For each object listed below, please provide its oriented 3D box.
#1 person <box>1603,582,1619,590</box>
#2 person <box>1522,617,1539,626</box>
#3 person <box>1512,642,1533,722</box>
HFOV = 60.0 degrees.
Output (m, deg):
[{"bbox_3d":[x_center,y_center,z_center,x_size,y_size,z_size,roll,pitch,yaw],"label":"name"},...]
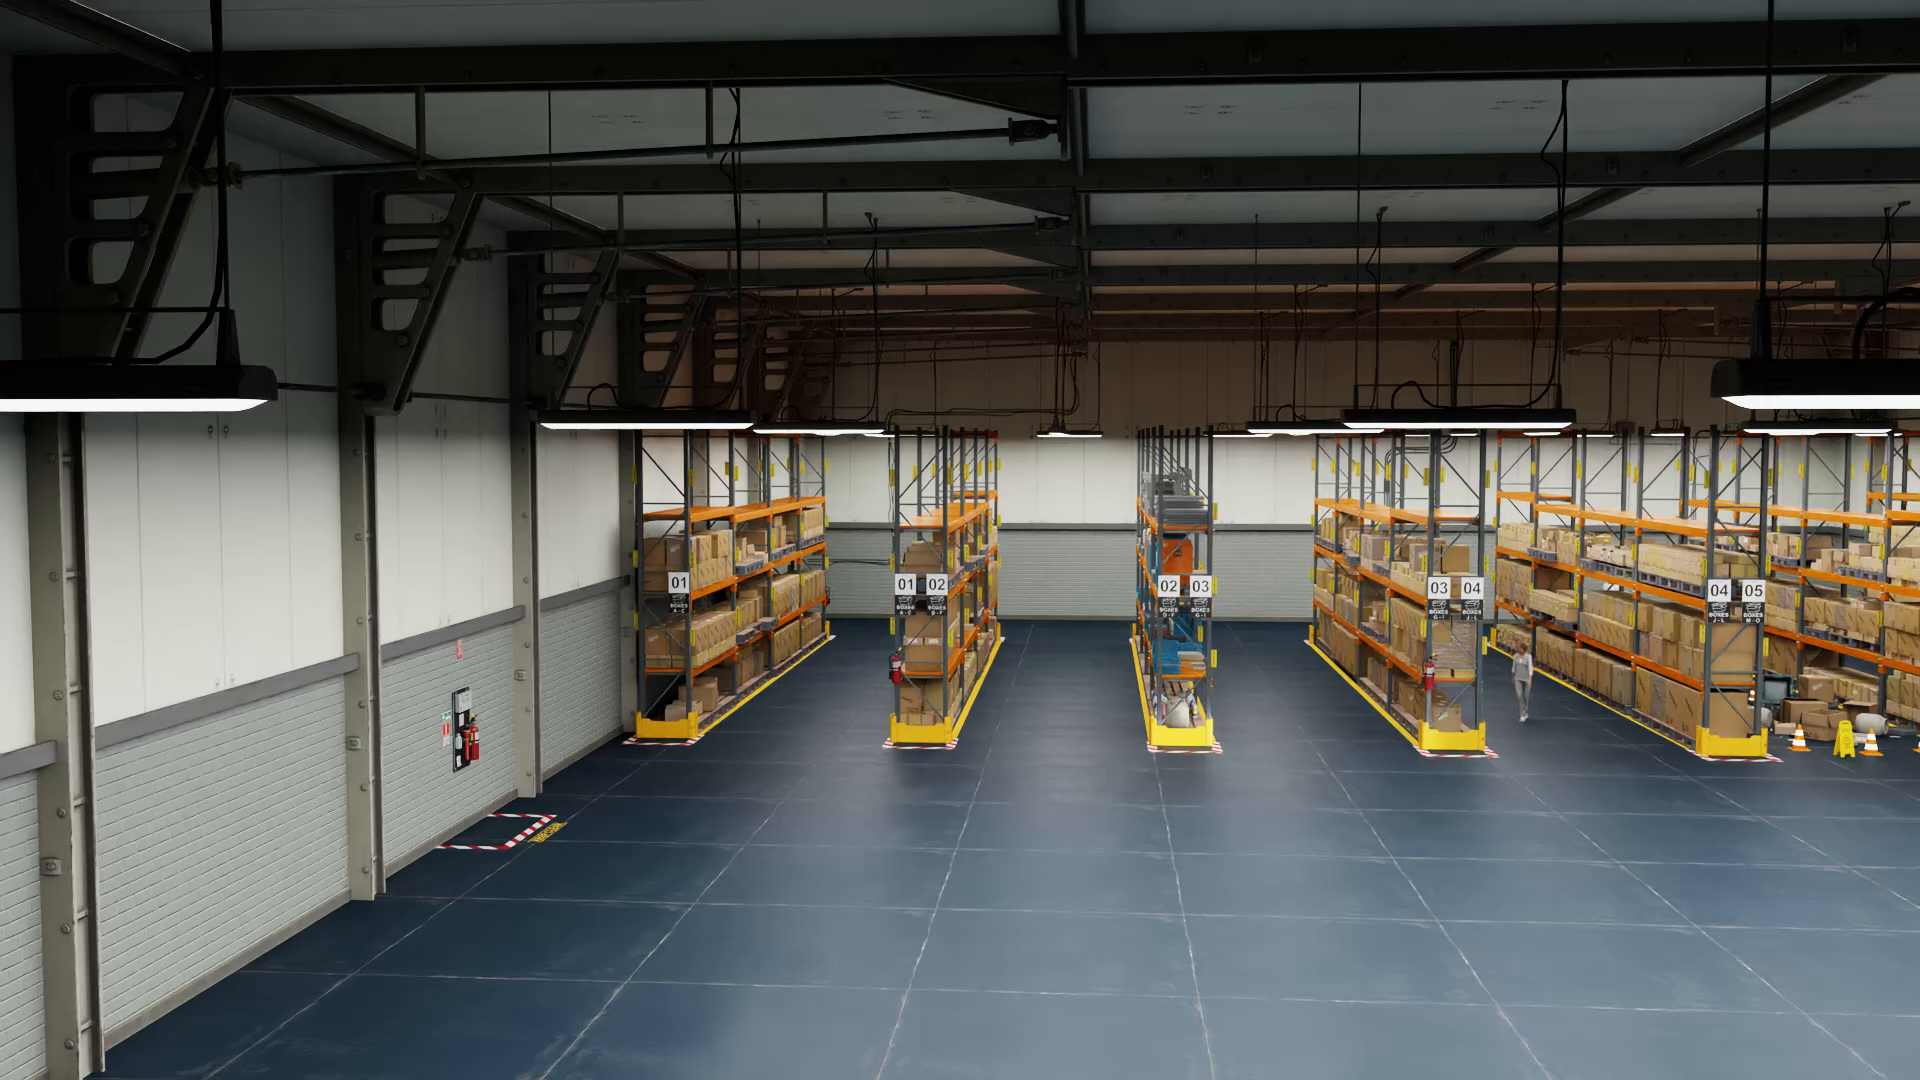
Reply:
[{"bbox_3d":[19.512,1.838,49.822,0.658,1.754,0.581,-2,4,-30],"label":"person"},{"bbox_3d":[16.113,2.037,47.126,1.004,1.679,0.543,0,3,6],"label":"person"},{"bbox_3d":[11.526,2.906,34.097,0.448,1.635,0.645,2,4,25],"label":"person"}]
